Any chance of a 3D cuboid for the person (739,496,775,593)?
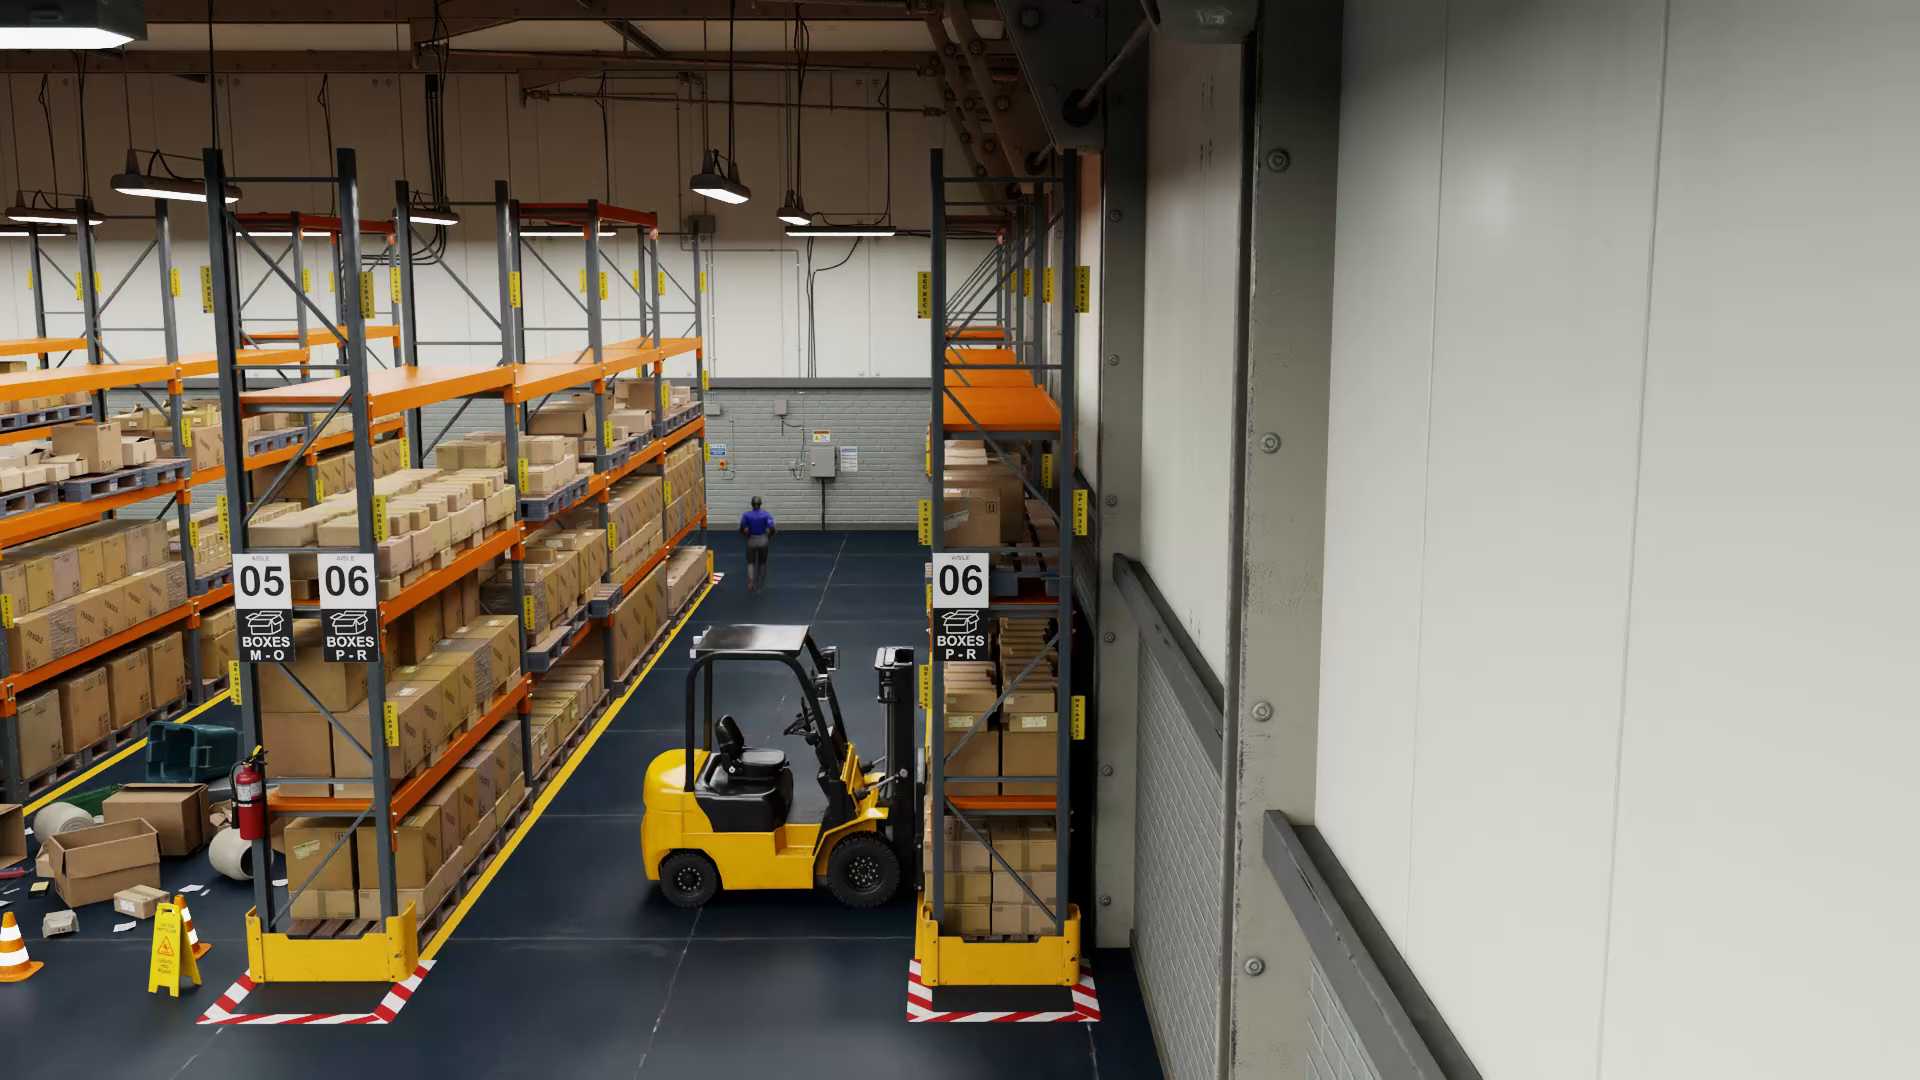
[{"bbox_3d":[-3.232,0.079,26.579,0.575,1.588,0.575,-1,9,-5],"label":"person"}]
